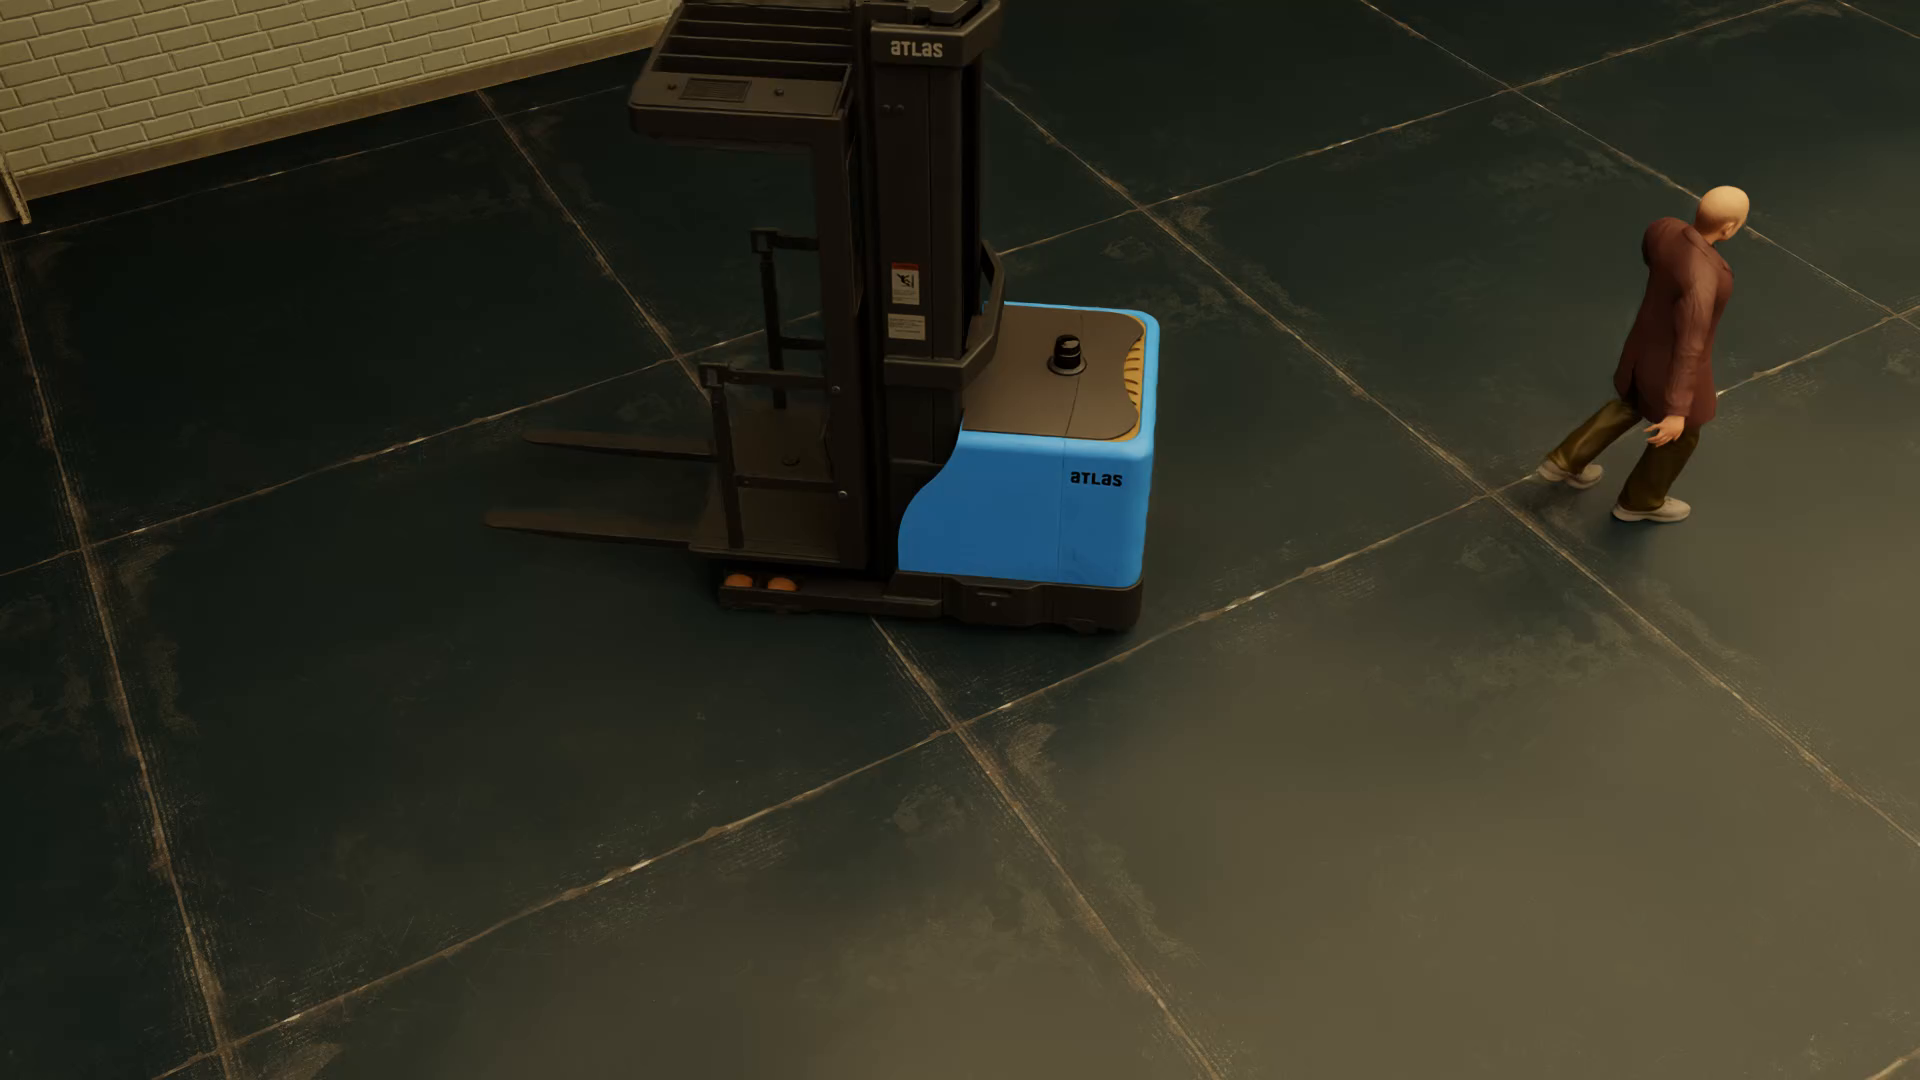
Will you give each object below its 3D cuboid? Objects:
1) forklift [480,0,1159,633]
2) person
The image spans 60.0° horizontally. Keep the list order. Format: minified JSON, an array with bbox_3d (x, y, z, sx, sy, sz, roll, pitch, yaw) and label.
[{"bbox_3d":[-0.659,-1.096,6.880,3.031,2.935,1.130,5,43,5],"label":"forklift"},{"bbox_3d":[3.143,-0.797,7.425,0.746,1.762,0.913,-6,43,-6],"label":"person"}]
